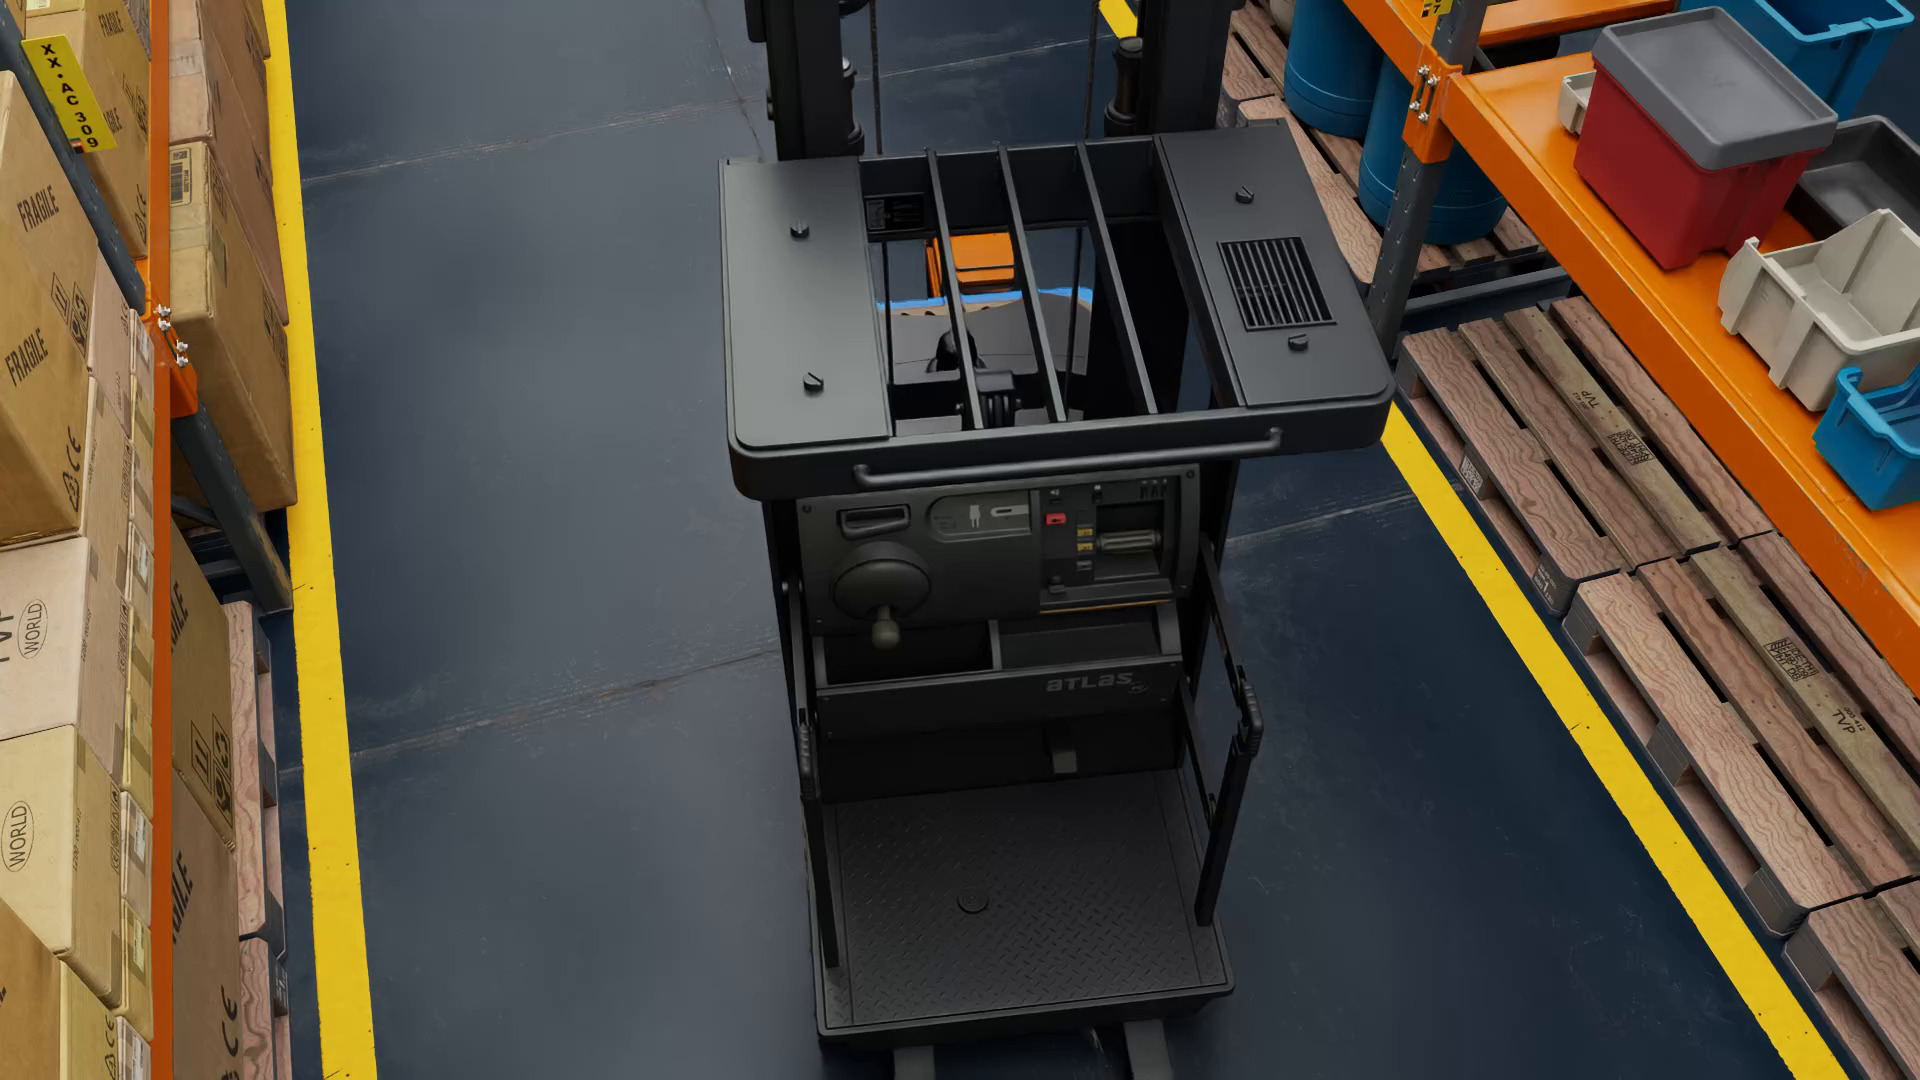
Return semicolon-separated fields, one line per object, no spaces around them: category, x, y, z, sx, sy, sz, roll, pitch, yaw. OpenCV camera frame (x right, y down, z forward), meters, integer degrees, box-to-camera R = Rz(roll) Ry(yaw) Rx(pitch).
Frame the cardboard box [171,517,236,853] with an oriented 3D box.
cardboard box;-2.600;0.388;4.576;0.875;0.875;0.875;-13;51;-11

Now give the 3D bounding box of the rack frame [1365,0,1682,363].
rack frame;2.013;-1.782;5.290;1.000;3.000;0.127;-13;51;-11

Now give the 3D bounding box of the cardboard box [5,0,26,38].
cardboard box;-2.915;-1.482;4.316;0.797;0.503;0.637;-15;51;-12

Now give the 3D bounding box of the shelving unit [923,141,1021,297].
shelving unit;0.034;-0.668;5.529;0.258;1.200;0.503;-5;50;-4

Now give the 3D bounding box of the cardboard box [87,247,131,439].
cardboard box;-2.337;-0.446;4.068;0.500;0.250;0.500;-14;51;-12

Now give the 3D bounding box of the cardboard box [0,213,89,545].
cardboard box;-2.183;-0.309;3.462;0.500;0.500;0.500;-13;51;-11

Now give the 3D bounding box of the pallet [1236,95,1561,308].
pallet;1.825;-1.456;6.839;1.003;0.211;1.213;-13;51;-11

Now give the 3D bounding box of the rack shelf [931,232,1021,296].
rack shelf;0.034;-0.922;5.228;0.258;0.148;0.480;-5;50;-4

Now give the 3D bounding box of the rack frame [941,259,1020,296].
rack frame;0.063;-0.483;5.373;0.240;1.200;0.015;-5;50;-4

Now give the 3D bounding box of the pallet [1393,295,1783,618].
pallet;2.268;-0.355;5.911;1.003;0.211;1.213;-13;51;-11

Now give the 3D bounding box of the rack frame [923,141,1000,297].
rack frame;0.005;-0.854;5.685;0.240;1.200;0.015;-5;50;-4

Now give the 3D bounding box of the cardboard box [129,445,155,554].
cardboard box;-2.163;-0.057;4.000;0.380;0.149;0.250;-14;51;-12

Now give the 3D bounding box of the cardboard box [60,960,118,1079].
cardboard box;-1.725;1.055;2.803;0.500;0.250;0.500;-15;51;-12

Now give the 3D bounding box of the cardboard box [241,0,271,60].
cardboard box;-3.717;-2.525;7.032;1.225;0.875;0.875;-15;52;-13

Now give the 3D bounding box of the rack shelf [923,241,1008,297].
rack shelf;0.034;-0.769;5.409;0.258;0.148;0.480;-5;50;-4

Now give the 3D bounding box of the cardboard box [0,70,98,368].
cardboard box;-2.327;-0.676;3.771;0.500;0.500;0.500;-12;51;-10

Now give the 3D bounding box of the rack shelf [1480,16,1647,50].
rack shelf;1.422;-3.057;6.742;0.831;0.071;3.687;-13;51;-11

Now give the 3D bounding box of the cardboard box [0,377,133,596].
cardboard box;-2.182;-0.069;3.750;0.500;0.250;0.500;-12;51;-10

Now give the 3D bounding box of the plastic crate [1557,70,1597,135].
plastic crate;2.014;-1.344;5.054;0.396;0.136;0.243;-13;51;-11

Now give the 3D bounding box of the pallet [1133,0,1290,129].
pallet;1.460;-2.349;7.592;1.003;0.211;1.213;-13;51;-11

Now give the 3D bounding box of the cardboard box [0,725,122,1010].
cardboard box;-1.884;0.675;3.123;0.500;0.250;0.500;-14;51;-12

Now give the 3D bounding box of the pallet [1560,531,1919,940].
pallet;2.632;0.538;5.158;1.003;0.211;1.213;-13;51;-11

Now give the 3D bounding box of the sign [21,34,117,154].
sign;-2.189;-1.093;4.091;0.100;0.325;0.005;-13;51;-11

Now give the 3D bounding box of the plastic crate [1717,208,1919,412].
plastic crate;2.289;-0.606;4.337;0.437;0.282;0.530;-13;51;-11

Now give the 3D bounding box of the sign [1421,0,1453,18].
sign;1.487;-1.748;5.081;0.100;0.325;0.005;-13;51;-11

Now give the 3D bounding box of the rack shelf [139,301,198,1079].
rack shelf;-2.127;1.031;3.390;1.077;0.370;4.000;-13;51;-11

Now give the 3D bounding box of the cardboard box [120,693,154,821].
cardboard box;-1.935;0.506;3.526;0.380;0.149;0.250;-14;51;-12

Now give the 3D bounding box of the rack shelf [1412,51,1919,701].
rack shelf;2.605;-0.089;4.334;1.077;0.370;4.000;-13;51;-11

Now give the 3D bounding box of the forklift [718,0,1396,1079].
forklift;0.122;0.136;3.718;1.130;2.935;3.031;-5;50;-4

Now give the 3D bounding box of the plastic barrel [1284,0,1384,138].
plastic barrel;1.659;-2.159;6.706;0.600;0.901;0.708;-13;51;-11

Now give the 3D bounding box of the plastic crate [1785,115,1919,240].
plastic crate;2.601;-0.956;4.734;0.437;0.125;0.590;-13;51;-11

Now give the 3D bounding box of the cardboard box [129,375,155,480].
cardboard box;-2.239;-0.244;4.158;0.380;0.149;0.250;-12;51;-10

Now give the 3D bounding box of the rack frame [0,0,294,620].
rack frame;-2.718;-0.662;4.346;1.000;3.000;0.127;-13;51;-11

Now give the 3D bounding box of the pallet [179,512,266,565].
pallet;-3.018;-0.310;5.873;1.003;0.211;1.213;-13;51;-11

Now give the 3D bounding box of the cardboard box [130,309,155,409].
cardboard box;-2.315;-0.432;4.317;0.380;0.149;0.250;-13;51;-11

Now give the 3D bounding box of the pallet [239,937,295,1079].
pallet;-2.204;1.703;4.177;1.003;0.211;1.213;-13;51;-11

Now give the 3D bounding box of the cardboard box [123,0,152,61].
cardboard box;-2.913;-1.819;5.256;0.500;0.500;0.500;-14;51;-12

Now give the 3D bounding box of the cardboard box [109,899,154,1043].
cardboard box;-1.781;0.884;3.207;0.380;0.149;0.250;-14;51;-12

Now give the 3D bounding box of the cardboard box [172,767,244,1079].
cardboard box;-2.333;1.045;4.022;0.875;0.875;0.875;-13;51;-11

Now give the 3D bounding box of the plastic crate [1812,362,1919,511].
plastic crate;2.344;-0.268;4.084;0.416;0.233;0.300;-13;51;-11

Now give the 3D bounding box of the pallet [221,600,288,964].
pallet;-2.568;0.810;4.929;1.003;0.211;1.213;-13;51;-11

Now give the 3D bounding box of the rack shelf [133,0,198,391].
rack shelf;-3.310;-1.891;5.853;1.077;0.370;4.000;-13;51;-11

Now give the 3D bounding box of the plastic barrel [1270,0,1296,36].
plastic barrel;1.578;-2.466;7.220;0.421;0.512;0.421;0;50;0

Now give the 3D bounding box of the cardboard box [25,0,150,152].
cardboard box;-2.765;-1.453;4.948;0.500;0.500;0.500;-13;51;-11

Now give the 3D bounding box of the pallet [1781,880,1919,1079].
pallet;2.989;1.427;4.409;1.003;0.211;1.213;-13;51;-11

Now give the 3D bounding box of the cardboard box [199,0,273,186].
cardboard box;-3.461;-1.872;6.481;1.225;0.875;0.875;-13;51;-11

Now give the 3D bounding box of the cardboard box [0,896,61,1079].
cardboard box;-1.726;0.817;2.513;0.500;0.500;0.500;-15;51;-12

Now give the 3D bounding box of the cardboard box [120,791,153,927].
cardboard box;-1.861;0.692;3.369;0.380;0.149;0.250;-13;51;-10

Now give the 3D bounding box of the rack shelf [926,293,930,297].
rack shelf;0.034;-0.625;5.580;0.258;0.148;0.480;-5;50;-4

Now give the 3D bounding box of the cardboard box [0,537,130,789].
cardboard box;-2.031;0.304;3.435;0.500;0.250;0.500;-12;51;-10

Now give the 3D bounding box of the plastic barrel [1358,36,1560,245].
plastic barrel;1.869;-1.642;6.270;0.600;0.901;0.708;-13;51;-11

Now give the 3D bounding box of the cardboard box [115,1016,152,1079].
cardboard box;-1.708;1.068;3.052;0.380;0.149;0.250;-14;51;-11

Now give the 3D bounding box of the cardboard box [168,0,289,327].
cardboard box;-3.192;-1.228;5.938;1.225;0.875;0.875;-15;51;-12

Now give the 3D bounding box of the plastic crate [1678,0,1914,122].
plastic crate;2.477;-1.532;5.051;0.392;0.384;0.575;-13;51;-11

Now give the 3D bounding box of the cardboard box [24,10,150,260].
cardboard box;-2.615;-1.087;4.639;0.500;0.500;0.500;-13;51;-11
